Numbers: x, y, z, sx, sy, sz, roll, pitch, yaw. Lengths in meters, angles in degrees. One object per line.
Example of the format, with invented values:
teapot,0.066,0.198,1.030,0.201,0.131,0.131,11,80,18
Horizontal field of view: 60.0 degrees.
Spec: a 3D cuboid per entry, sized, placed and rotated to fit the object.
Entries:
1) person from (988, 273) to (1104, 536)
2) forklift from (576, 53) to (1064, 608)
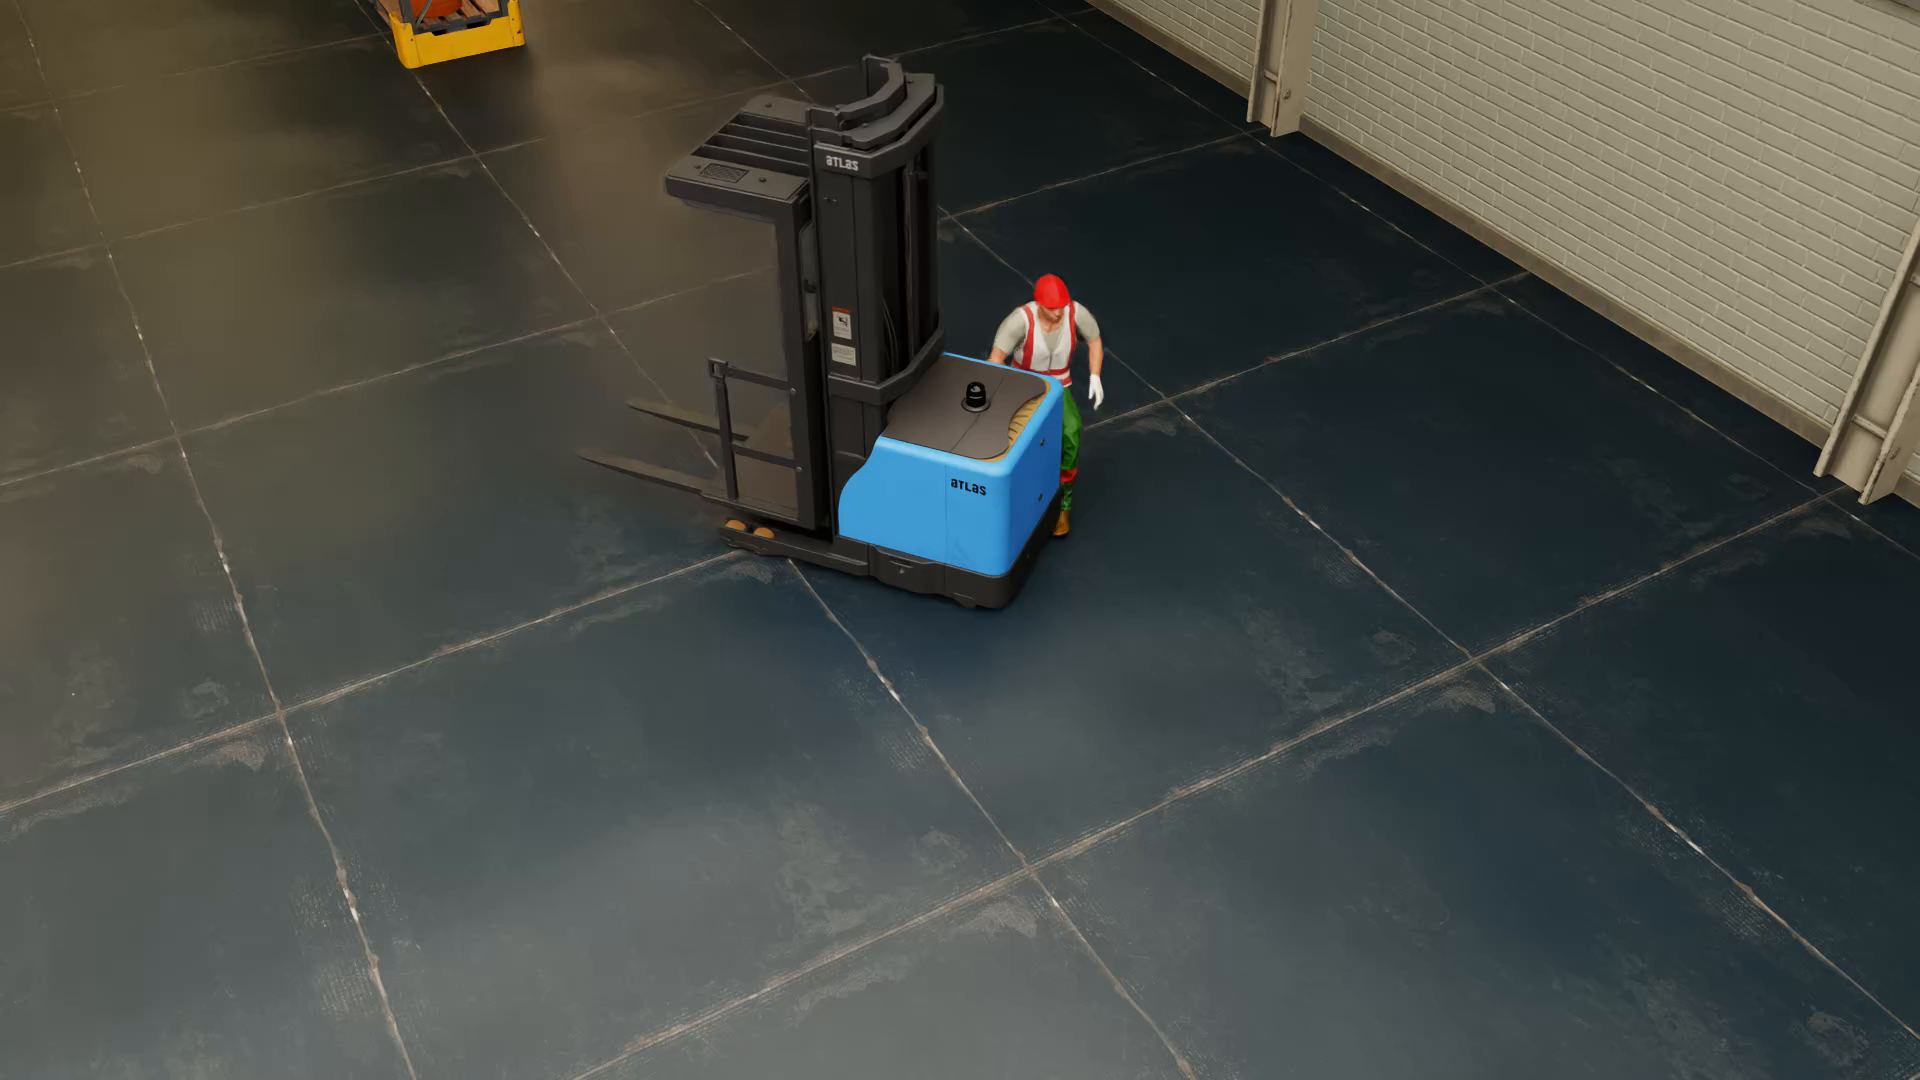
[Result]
person,0.584,-0.849,10.208,0.787,1.566,0.898,-12,41,-14
forklift,-0.938,-1.333,9.643,3.031,2.935,1.130,15,42,17
